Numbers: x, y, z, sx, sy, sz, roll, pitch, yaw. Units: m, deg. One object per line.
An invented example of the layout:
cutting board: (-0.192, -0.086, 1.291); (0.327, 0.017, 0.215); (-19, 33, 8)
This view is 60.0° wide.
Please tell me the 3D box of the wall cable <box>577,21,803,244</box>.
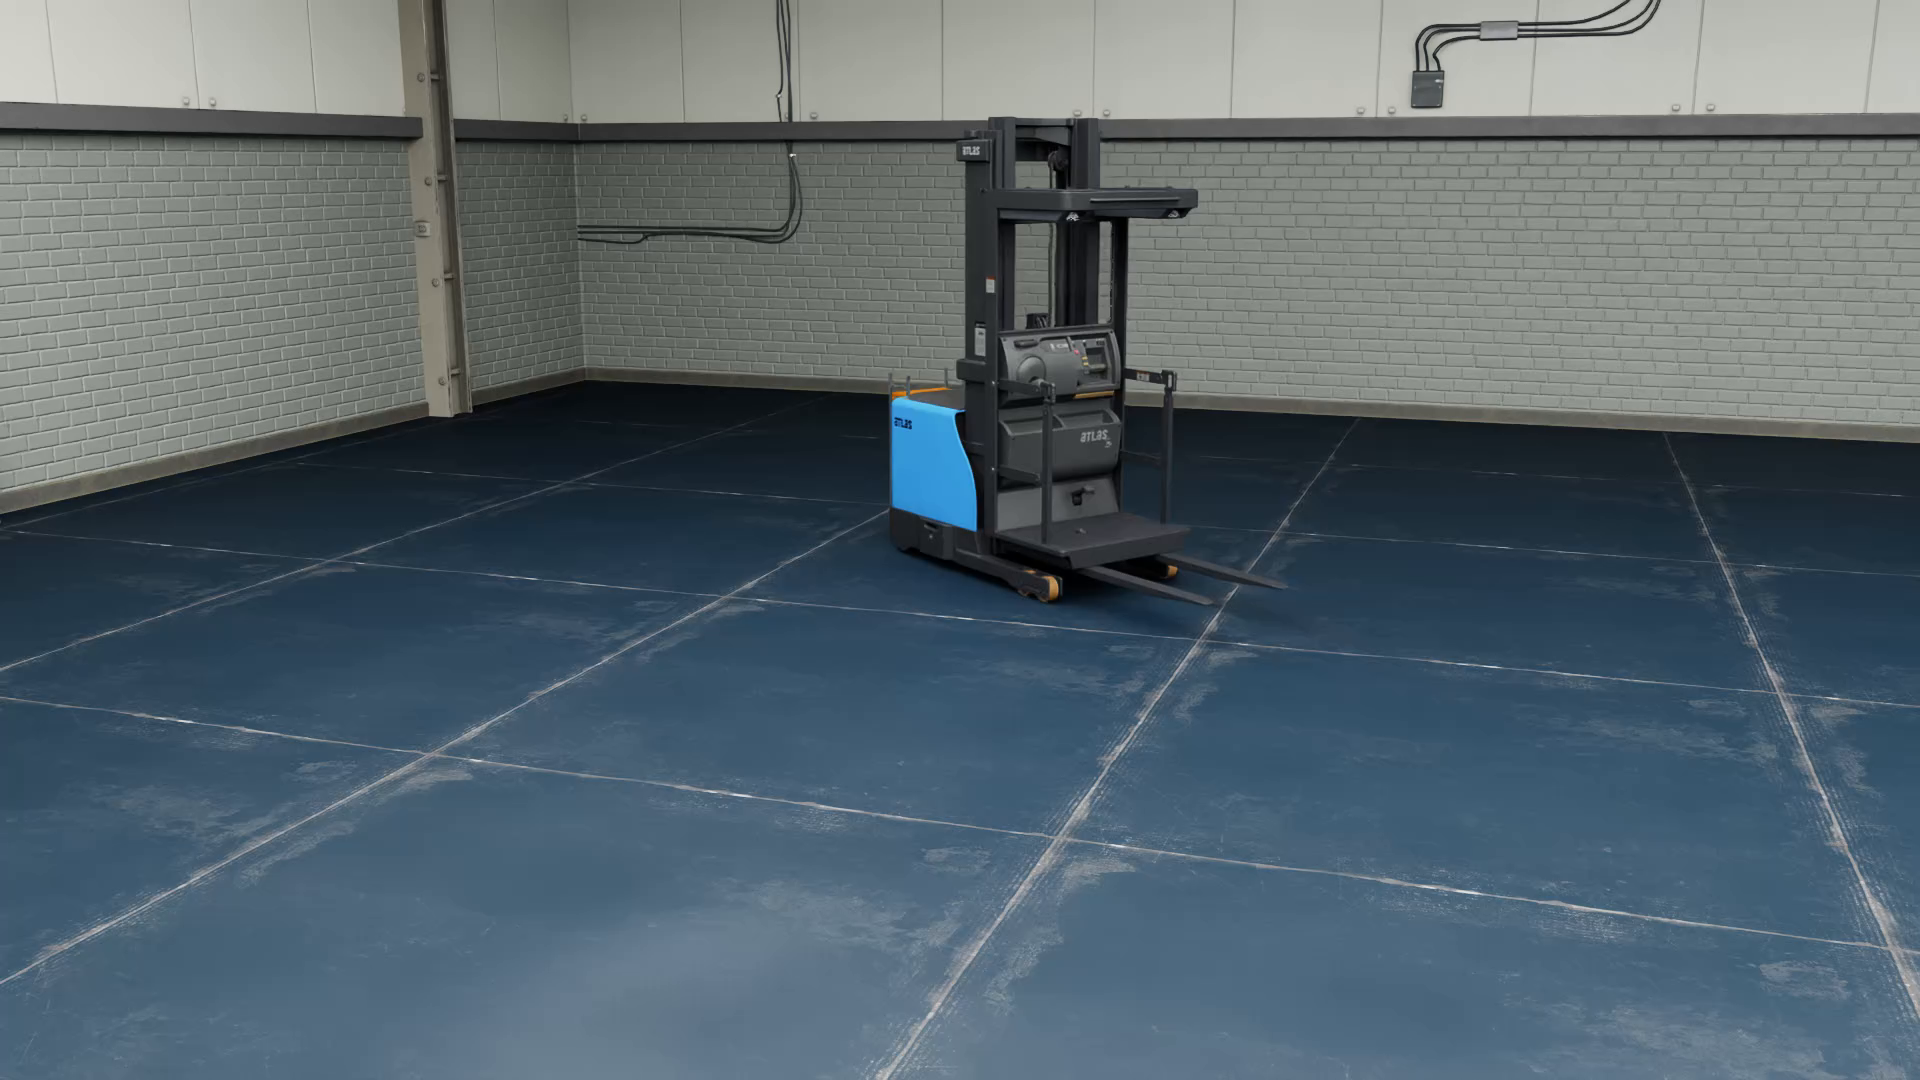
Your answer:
wall cable: (-3.304, -4.761, 19.602); (3.097, 2.526, 0.112); (4, 14, 18)

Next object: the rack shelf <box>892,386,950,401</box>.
rack shelf: (-0.232, -0.998, 11.899); (0.480, 0.148, 0.258); (-9, 16, -35)

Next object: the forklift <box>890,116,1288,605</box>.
forklift: (0.778, -1.166, 10.510); (1.130, 2.935, 3.031); (-9, 16, -35)

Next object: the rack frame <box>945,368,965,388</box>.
rack frame: (-0.035, -0.647, 12.128); (0.015, 1.200, 0.240); (-9, 16, -35)

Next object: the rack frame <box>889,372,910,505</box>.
rack frame: (-0.428, -0.583, 11.846); (0.015, 1.200, 0.240); (-9, 16, -35)

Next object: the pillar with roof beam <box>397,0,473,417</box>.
pillar with roof beam: (-1.435, -5.440, 15.598); (9.100, 9.000, 0.400); (4, 14, 18)

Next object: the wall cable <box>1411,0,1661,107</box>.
wall cable: (5.674, -7.246, 15.868); (2.305, 6.003, 0.169); (4, 14, 18)

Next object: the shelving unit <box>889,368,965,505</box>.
shelving unit: (-0.232, -0.615, 11.987); (0.503, 1.200, 0.258); (-9, 16, -35)

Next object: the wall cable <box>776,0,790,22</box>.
wall cable: (-0.744, -7.028, 18.186); (3.097, 2.526, 0.112); (4, 14, 18)
